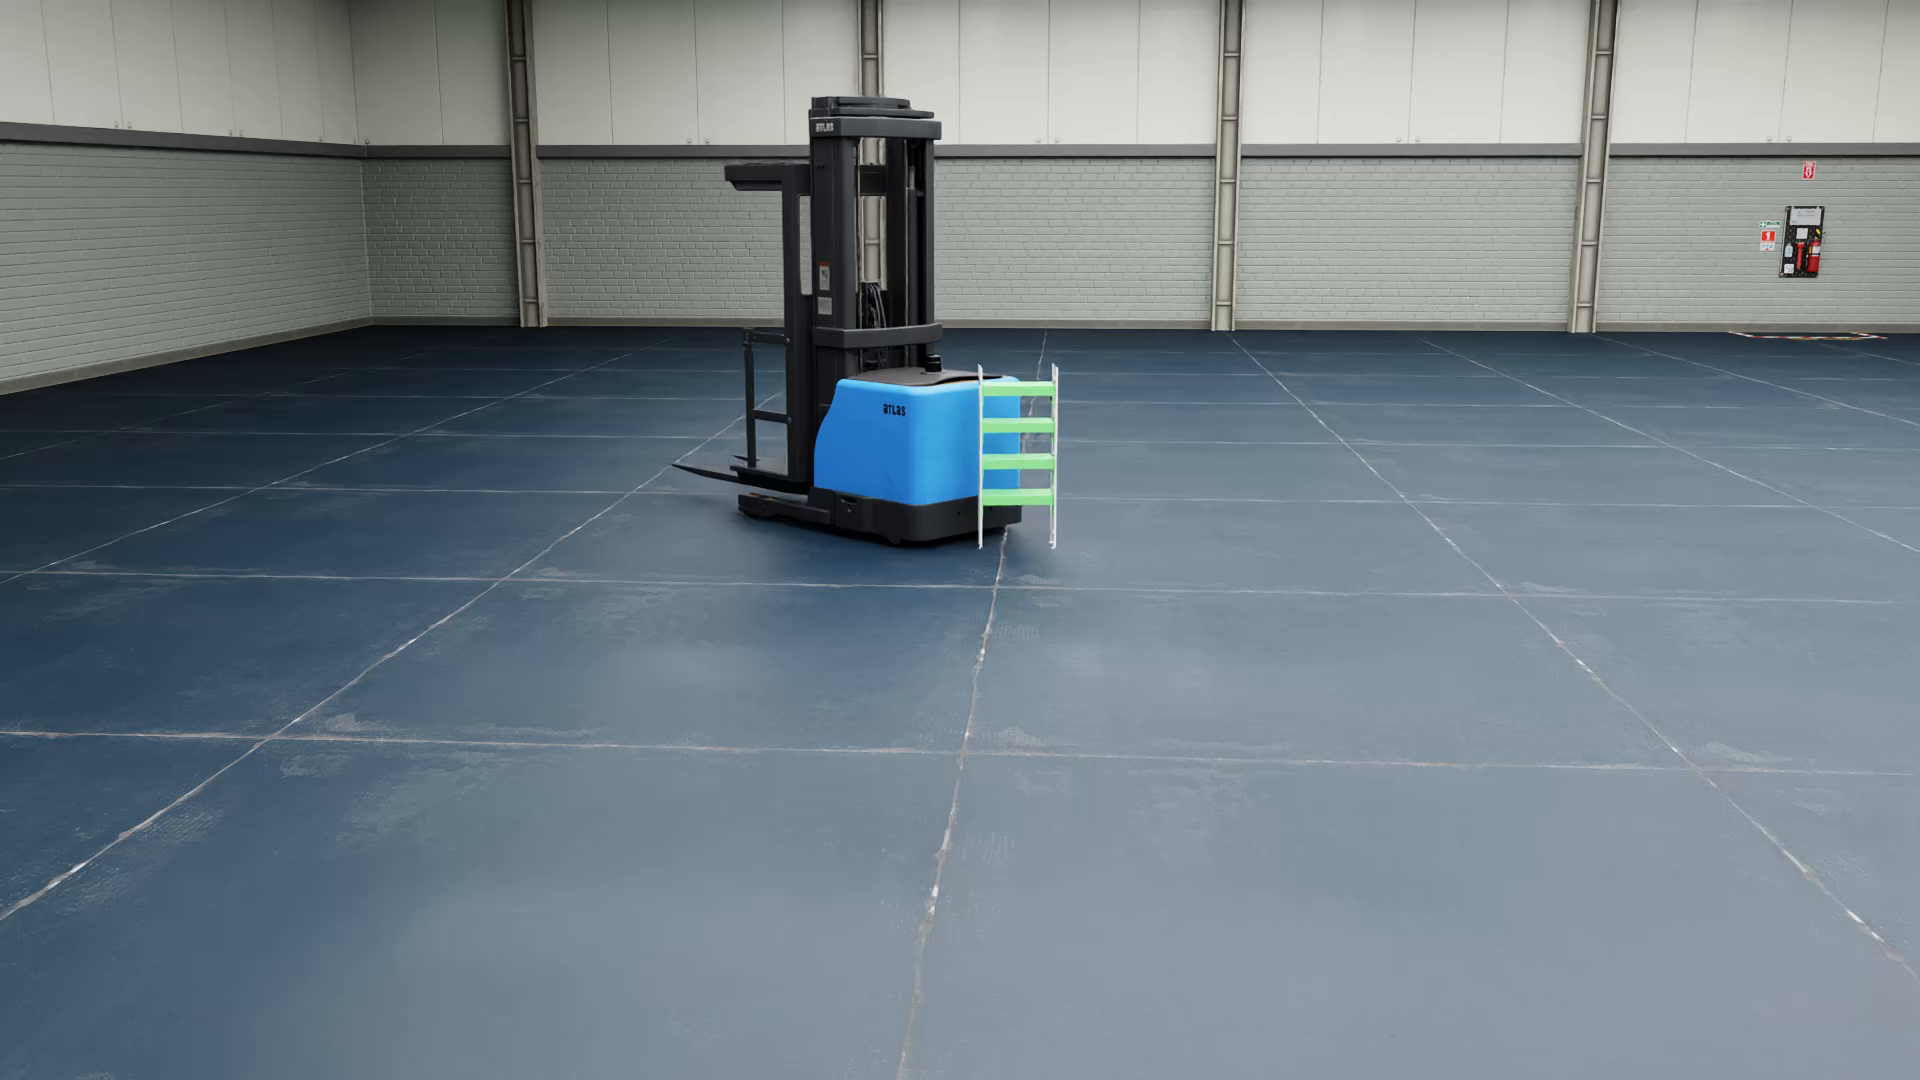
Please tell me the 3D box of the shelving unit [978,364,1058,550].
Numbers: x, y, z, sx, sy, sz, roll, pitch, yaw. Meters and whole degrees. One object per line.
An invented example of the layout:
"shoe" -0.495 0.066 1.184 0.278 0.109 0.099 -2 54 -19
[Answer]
"shelving unit" 0.377 -0.550 10.966 0.503 1.200 0.258 0 12 -2

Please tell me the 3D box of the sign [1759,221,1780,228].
"sign" 13.458 -5.244 27.630 0.331 0.109 0.001 1 12 4

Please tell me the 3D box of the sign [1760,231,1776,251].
"sign" 13.454 -4.986 27.693 0.234 0.329 0.001 1 12 4

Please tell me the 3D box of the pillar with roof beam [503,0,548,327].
"pillar with roof beam" -7.772 -7.284 24.112 0.400 9.000 9.100 1 12 4

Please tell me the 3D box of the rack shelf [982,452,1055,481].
"rack shelf" 0.377 -0.487 10.979 0.480 0.148 0.258 0 12 -2

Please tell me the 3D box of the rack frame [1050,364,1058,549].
"rack frame" 0.620 -0.552 10.975 0.015 1.200 0.240 0 12 -2

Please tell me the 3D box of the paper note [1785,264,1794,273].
"paper note" 13.827 -4.526 27.729 0.142 0.148 0.016 1 12 4

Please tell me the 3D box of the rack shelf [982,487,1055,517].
"rack shelf" 0.377 -0.252 11.028 0.480 0.148 0.258 0 12 -2

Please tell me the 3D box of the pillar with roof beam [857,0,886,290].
"pillar with roof beam" -1.785 -7.202 23.720 0.400 9.000 9.100 1 12 4

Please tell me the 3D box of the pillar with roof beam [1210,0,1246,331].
"pillar with roof beam" 4.201 -7.120 23.327 0.400 9.000 9.100 1 12 4

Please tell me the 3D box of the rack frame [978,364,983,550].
"rack frame" 0.133 -0.548 10.956 0.015 1.200 0.240 0 12 -2

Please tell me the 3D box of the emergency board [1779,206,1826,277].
"emergency board" 13.999 -4.940 27.560 0.643 1.169 0.194 1 12 4

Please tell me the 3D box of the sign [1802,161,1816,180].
"sign" 13.998 -6.095 27.420 0.199 0.298 0.001 1 12 4

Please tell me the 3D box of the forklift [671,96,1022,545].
"forklift" -0.967 -1.641 11.955 1.130 2.935 3.031 -11 16 -44

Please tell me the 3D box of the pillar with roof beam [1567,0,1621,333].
"pillar with roof beam" 10.188 -7.038 22.935 0.400 9.000 9.100 1 12 4

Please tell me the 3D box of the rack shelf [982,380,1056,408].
"rack shelf" 0.377 -0.957 10.881 0.480 0.148 0.258 0 12 -2

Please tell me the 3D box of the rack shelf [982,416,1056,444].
"rack shelf" 0.377 -0.722 10.930 0.480 0.148 0.258 0 12 -2
